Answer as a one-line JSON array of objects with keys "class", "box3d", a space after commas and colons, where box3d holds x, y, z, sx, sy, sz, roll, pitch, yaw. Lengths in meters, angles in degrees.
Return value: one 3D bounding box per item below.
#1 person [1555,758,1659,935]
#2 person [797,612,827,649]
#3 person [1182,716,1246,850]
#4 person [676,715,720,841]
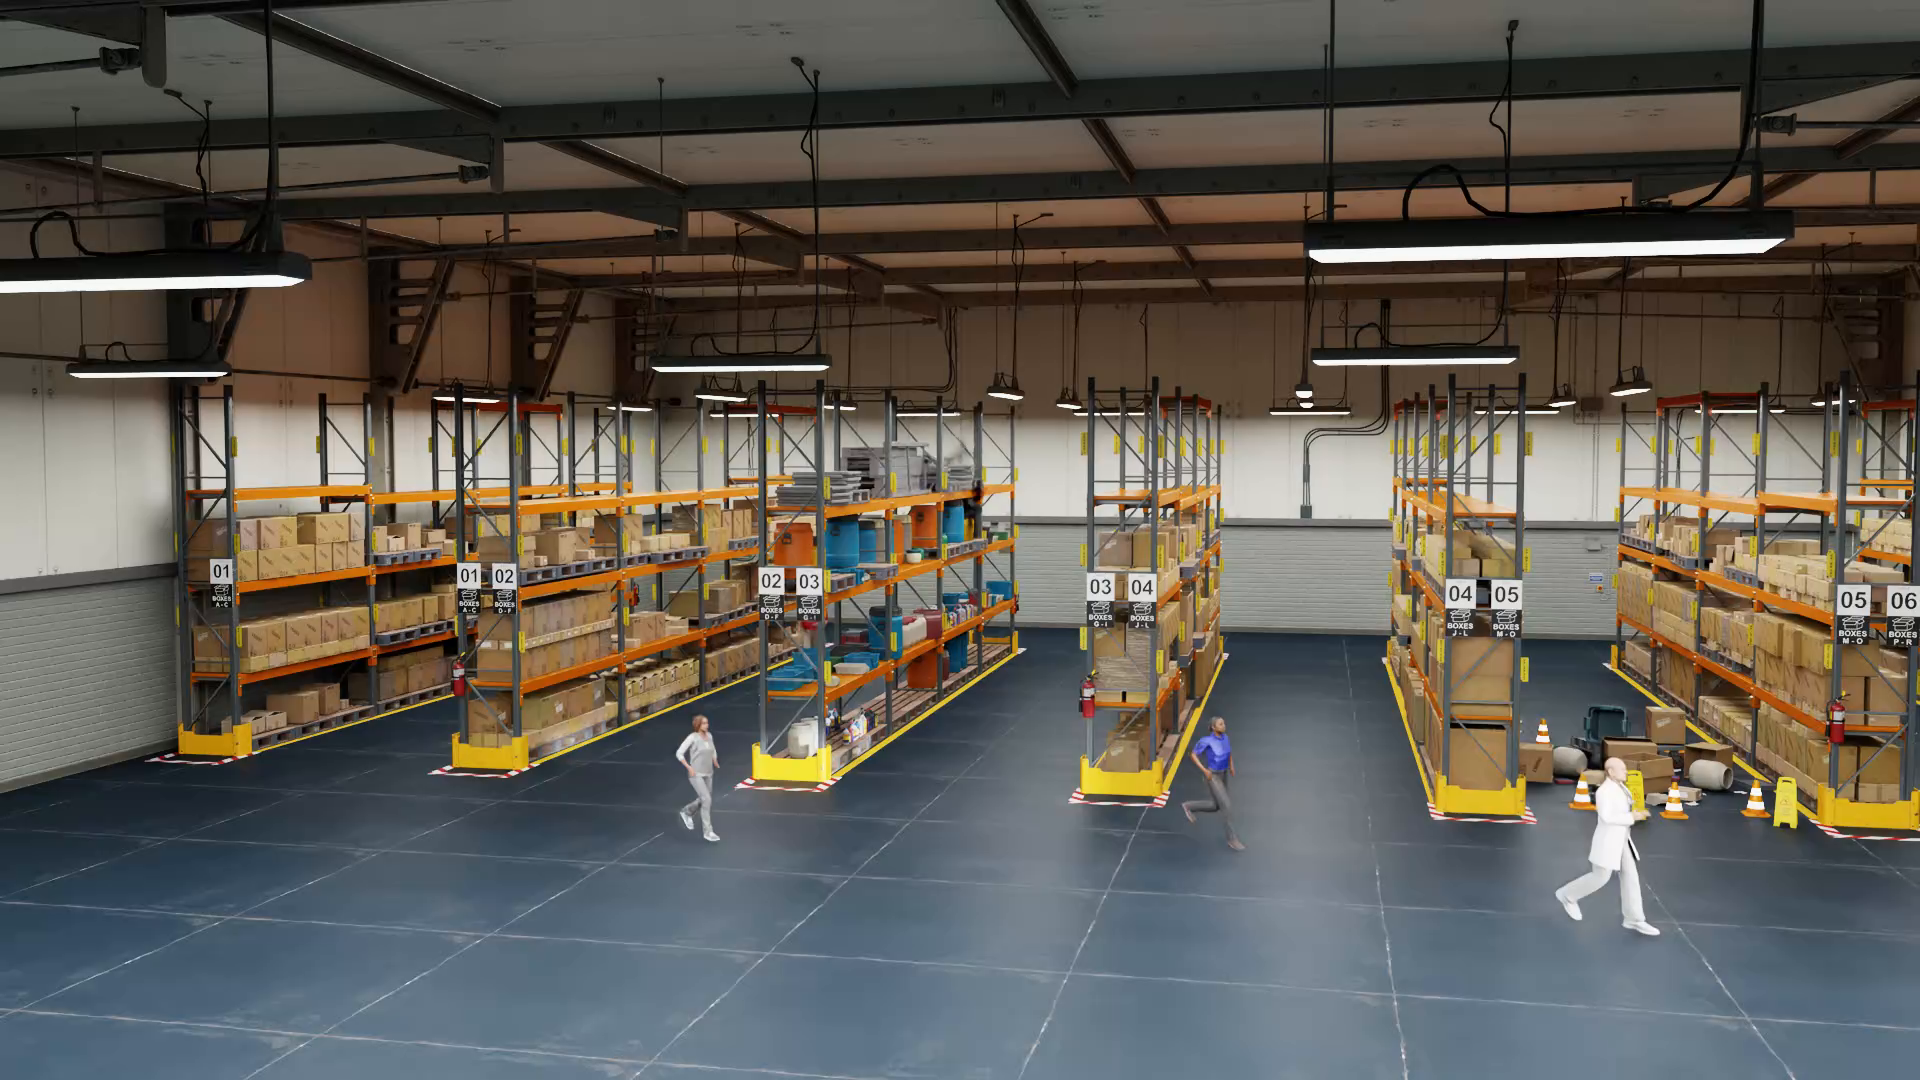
[{"class": "person", "box3d": [6.701, 3.118, 17.170, 1.060, 1.764, 0.703, 3, 4, 44]}, {"class": "person", "box3d": [-3.008, 2.001, 33.773, 0.627, 1.835, 0.805, 0, 3, -1]}, {"class": "person", "box3d": [3.204, 3.040, 20.997, 1.032, 1.660, 0.545, 3, 4, 43]}, {"class": "person", "box3d": [-3.346, 3.023, 21.249, 0.750, 1.572, 0.558, 2, 4, 37]}]
